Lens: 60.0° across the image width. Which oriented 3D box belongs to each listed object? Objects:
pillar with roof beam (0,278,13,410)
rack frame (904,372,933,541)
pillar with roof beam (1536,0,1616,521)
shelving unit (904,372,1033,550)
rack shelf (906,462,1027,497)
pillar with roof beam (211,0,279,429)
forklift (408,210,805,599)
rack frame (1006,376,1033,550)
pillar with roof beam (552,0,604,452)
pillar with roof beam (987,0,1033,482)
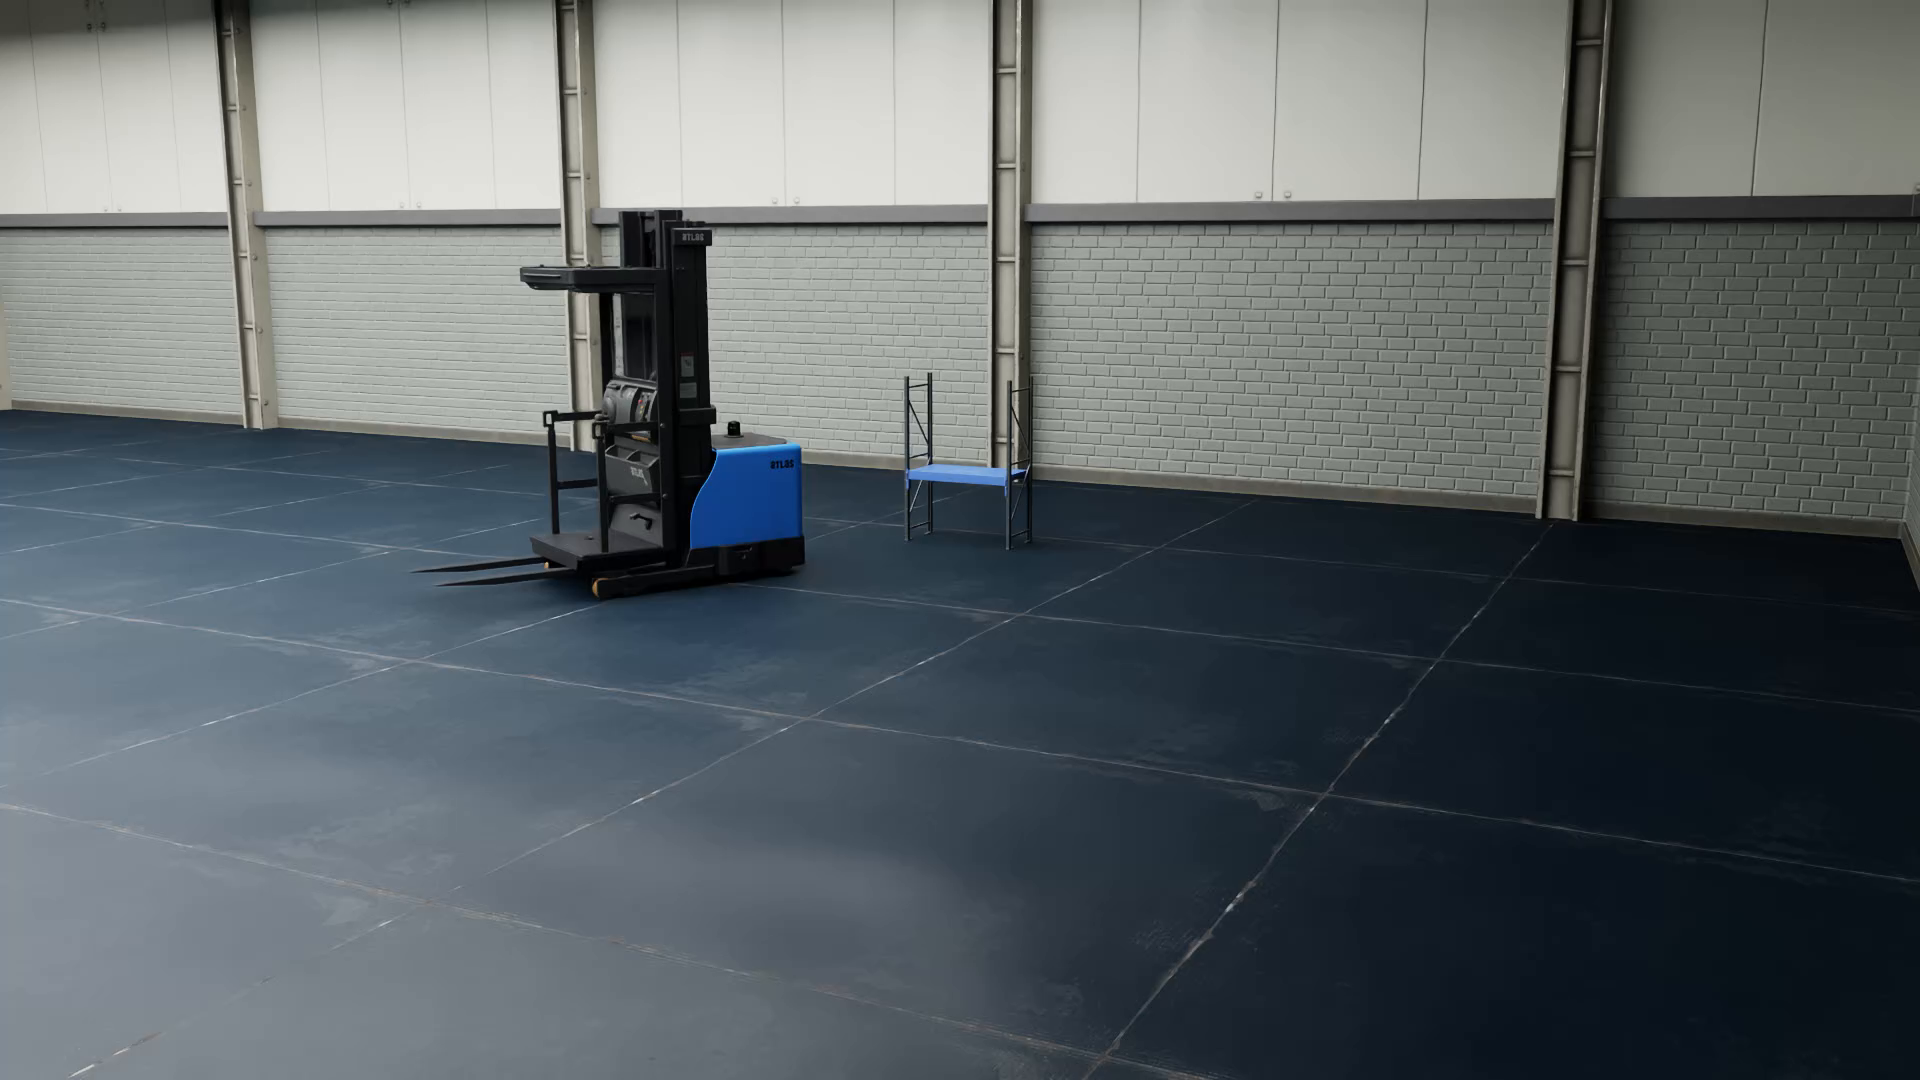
[{"bbox_3d":[-17.495,-5.858,22.328,0.400,9.000,9.100,5,11,26],"label":"pillar with roof beam"},{"bbox_3d":[-0.379,-0.771,15.281,0.032,1.500,0.500,5,11,26],"label":"rack frame"},{"bbox_3d":[4.028,-3.966,11.878,0.400,9.000,9.100,5,11,26],"label":"pillar with roof beam"},{"bbox_3d":[0.076,-0.731,15.059,1.048,1.500,0.538,5,11,26],"label":"shelving unit"},{"bbox_3d":[0.076,-0.554,15.092,1.000,0.185,0.538,5,11,26],"label":"rack shelf"},{"bbox_3d":[-12.114,-5.385,19.716,0.400,9.000,9.100,5,11,26],"label":"pillar with roof beam"},{"bbox_3d":[-2.782,-1.095,13.051,3.031,2.935,1.130,-7,12,-34],"label":"forklift"},{"bbox_3d":[0.532,-0.691,14.838,0.032,1.500,0.500,5,11,26],"label":"rack frame"},{"bbox_3d":[-6.734,-4.912,17.103,0.400,9.000,9.100,5,11,26],"label":"pillar with roof beam"},{"bbox_3d":[-1.353,-4.439,14.491,0.400,9.000,9.100,5,11,26],"label":"pillar with roof beam"}]
